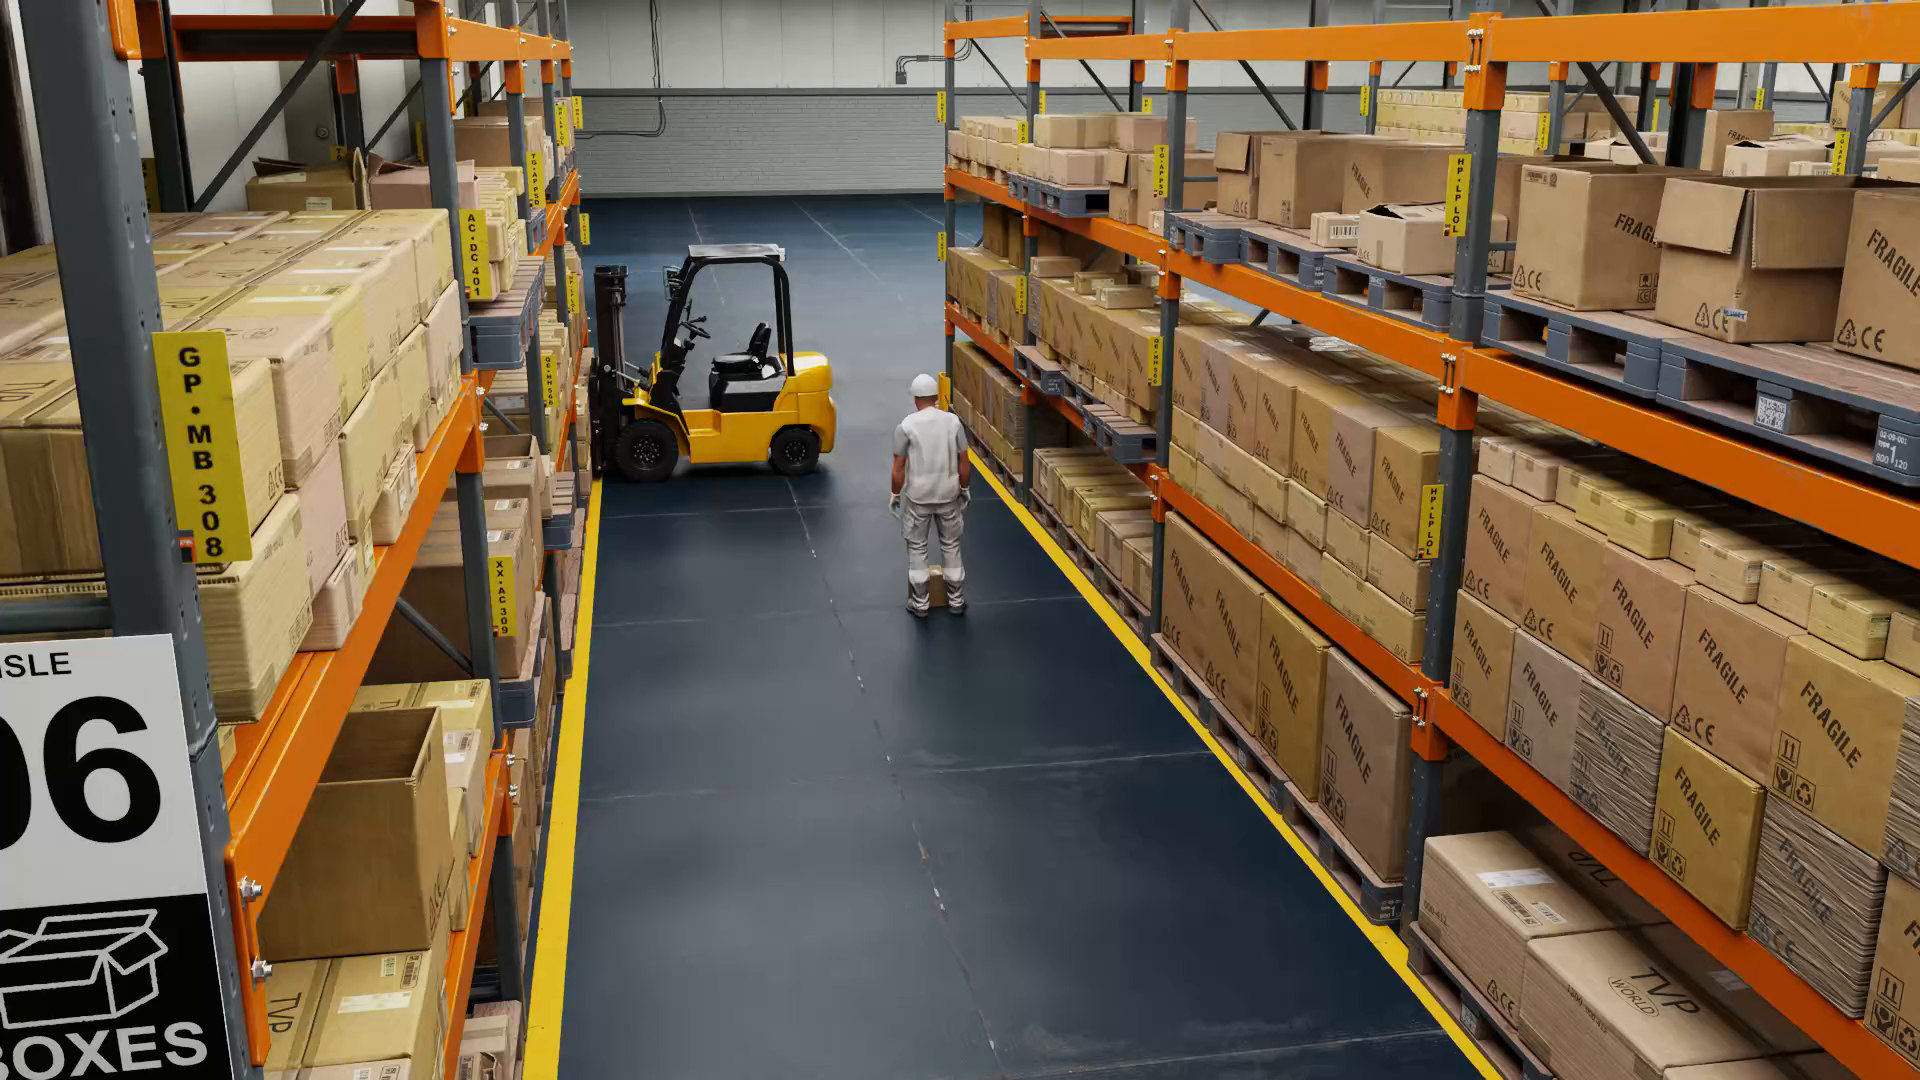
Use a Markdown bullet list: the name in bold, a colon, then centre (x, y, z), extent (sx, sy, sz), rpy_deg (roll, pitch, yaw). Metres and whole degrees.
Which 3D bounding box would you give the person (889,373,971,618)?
- **person**: centre (-0.217, -0.321, 12.110), extent (0.619, 1.779, 0.448), rpy_deg (-4, 17, -14)
